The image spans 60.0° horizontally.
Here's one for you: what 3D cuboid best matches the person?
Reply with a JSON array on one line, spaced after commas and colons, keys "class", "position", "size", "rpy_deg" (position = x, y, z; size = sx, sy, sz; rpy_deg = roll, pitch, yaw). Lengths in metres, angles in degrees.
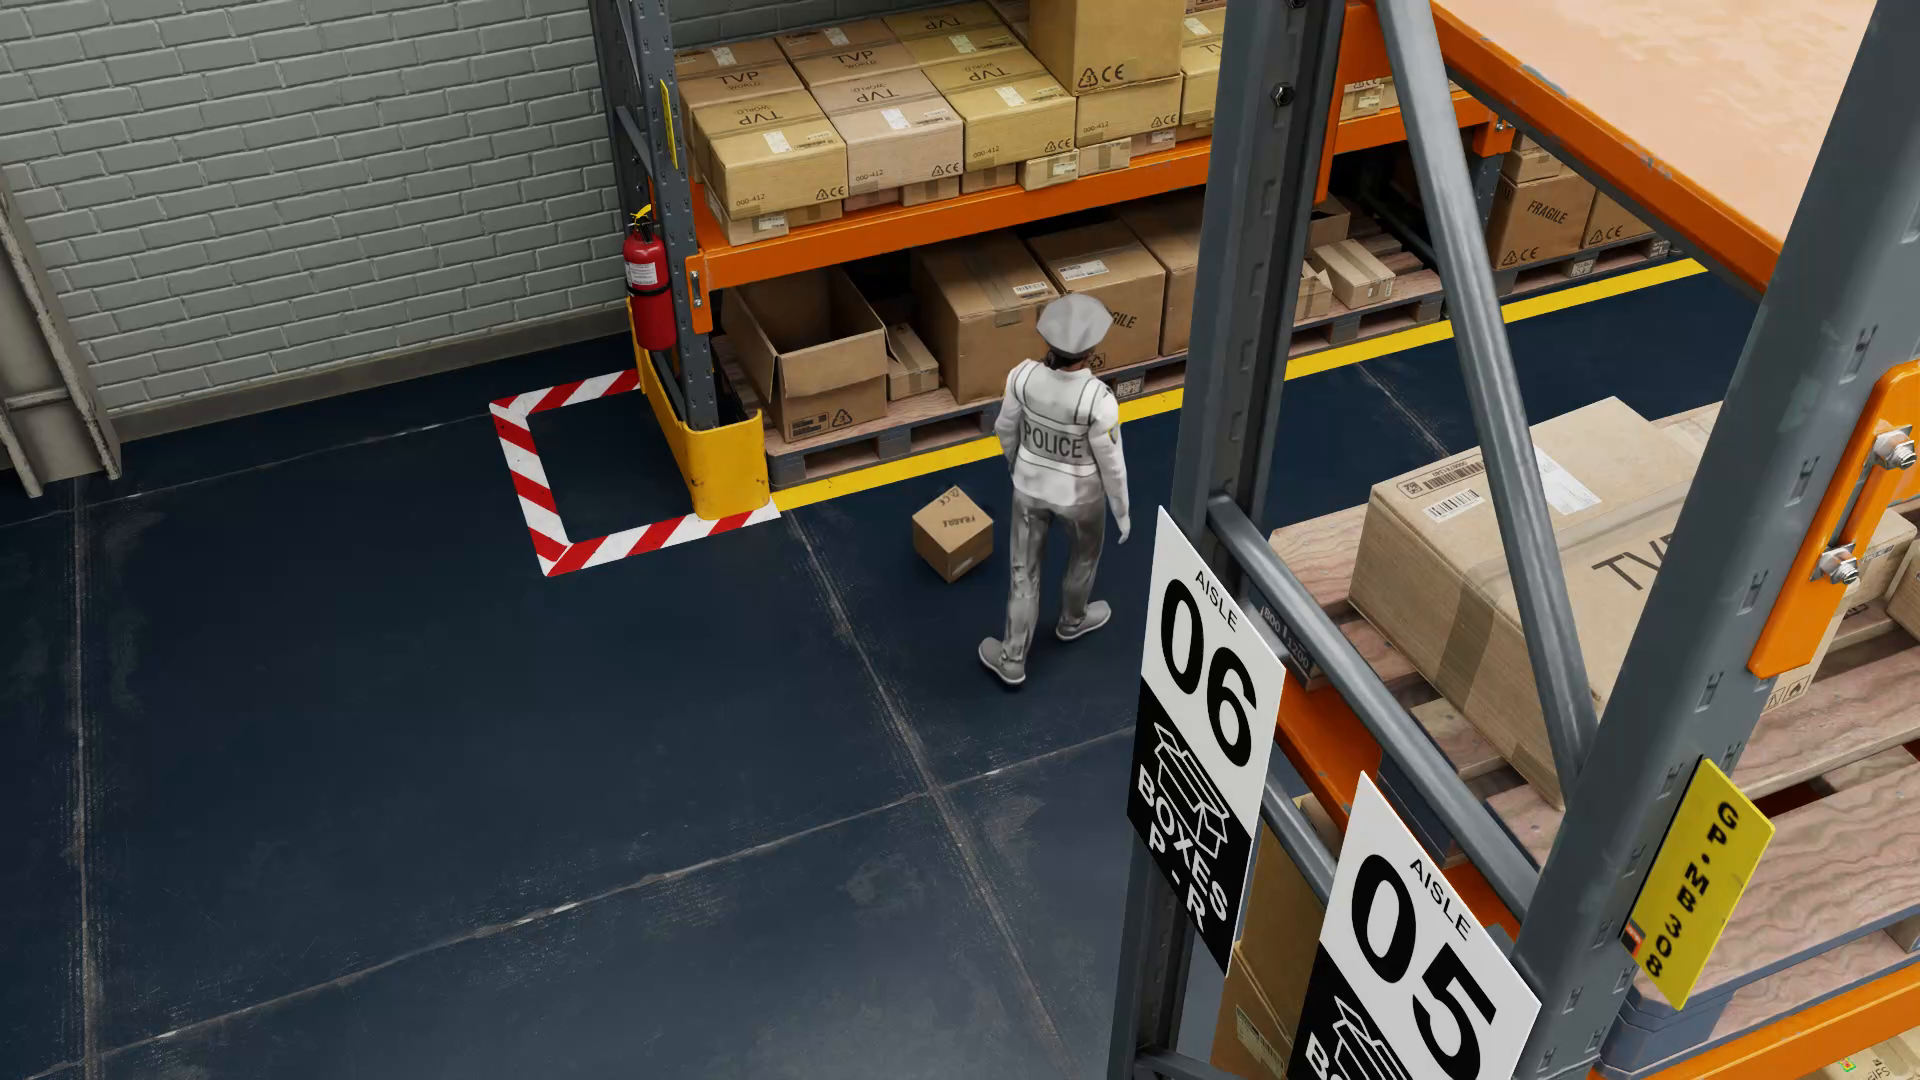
[{"class": "person", "position": [0.383, -0.173, 6.344], "size": [0.565, 1.671, 0.621], "rpy_deg": [16, 44, 17]}]
